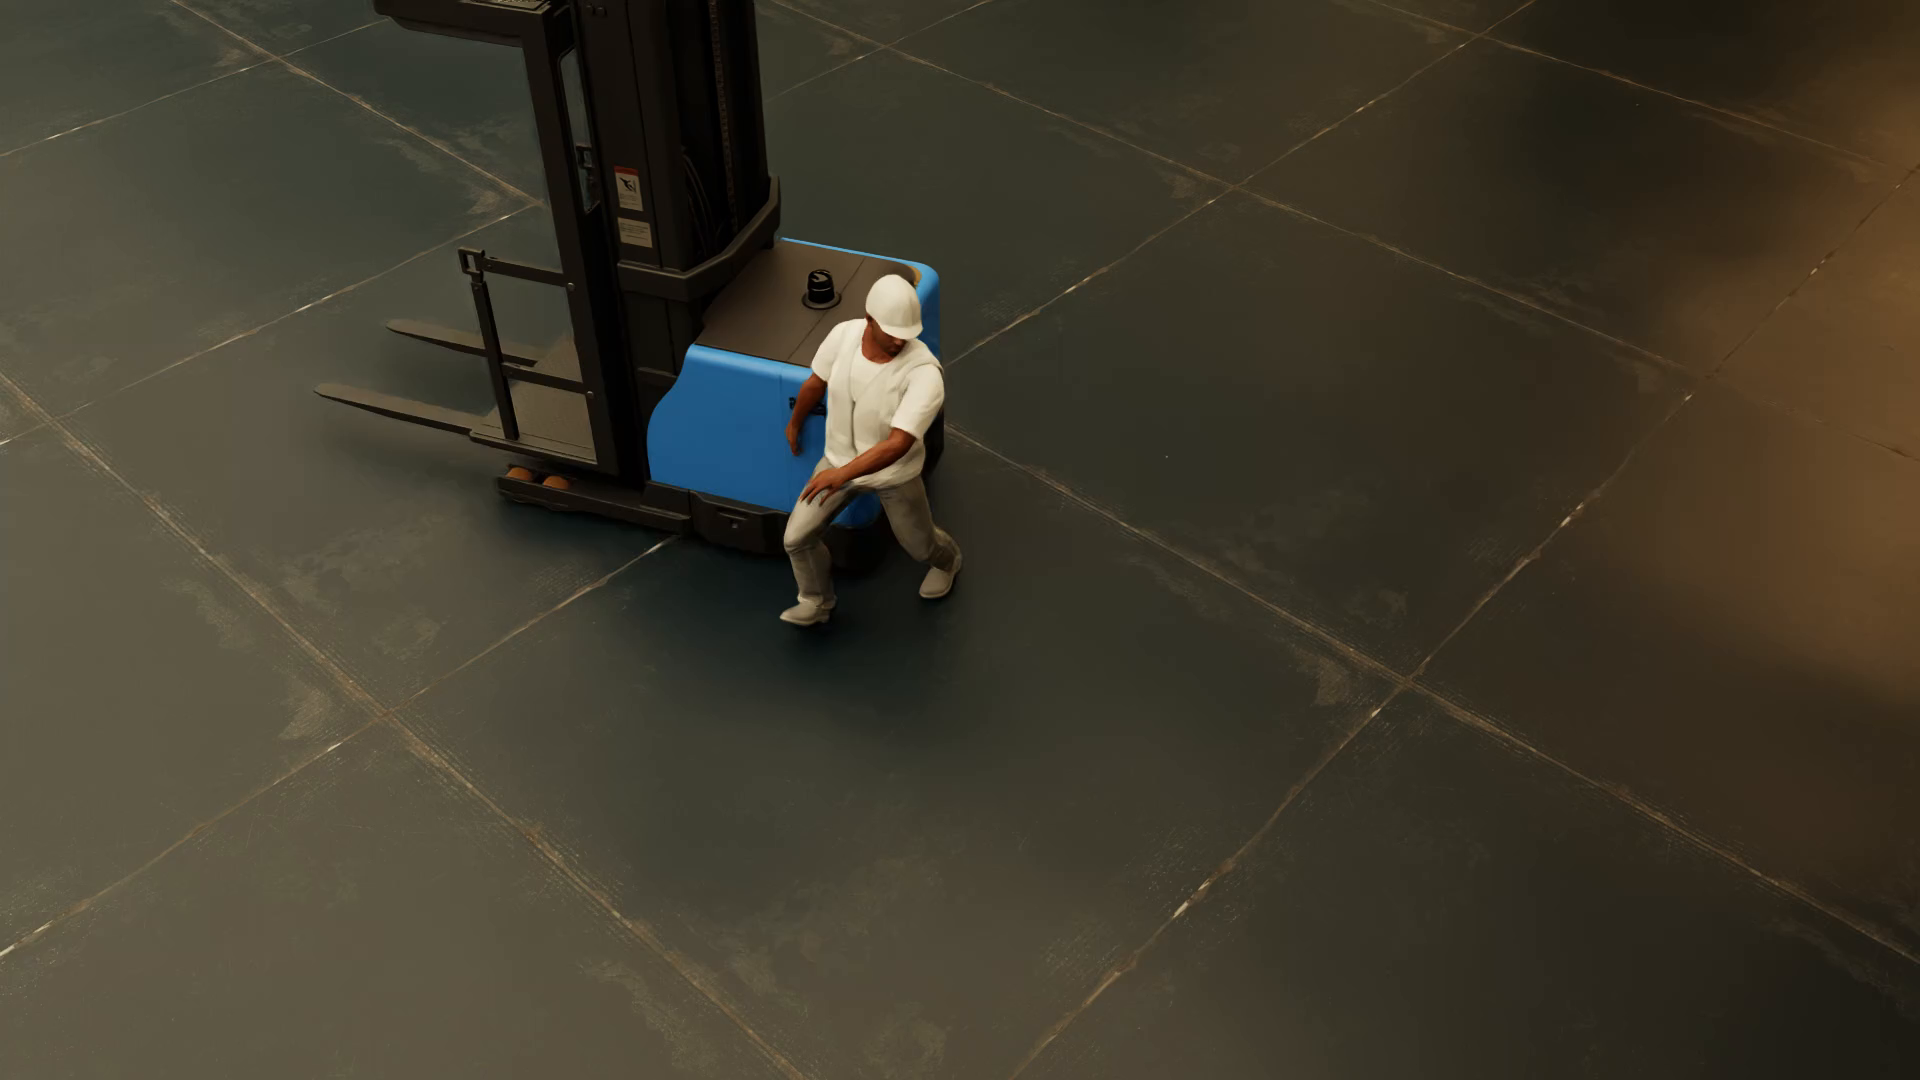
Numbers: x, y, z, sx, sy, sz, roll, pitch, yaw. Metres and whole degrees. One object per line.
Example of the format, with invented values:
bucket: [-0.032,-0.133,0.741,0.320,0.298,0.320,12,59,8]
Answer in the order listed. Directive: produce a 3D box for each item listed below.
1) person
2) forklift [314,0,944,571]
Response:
person: [-0.428,-0.330,6.800,0.758,1.687,0.859,18,44,19]
forklift: [-1.651,-1.557,7.243,3.031,2.935,1.130,13,42,15]
